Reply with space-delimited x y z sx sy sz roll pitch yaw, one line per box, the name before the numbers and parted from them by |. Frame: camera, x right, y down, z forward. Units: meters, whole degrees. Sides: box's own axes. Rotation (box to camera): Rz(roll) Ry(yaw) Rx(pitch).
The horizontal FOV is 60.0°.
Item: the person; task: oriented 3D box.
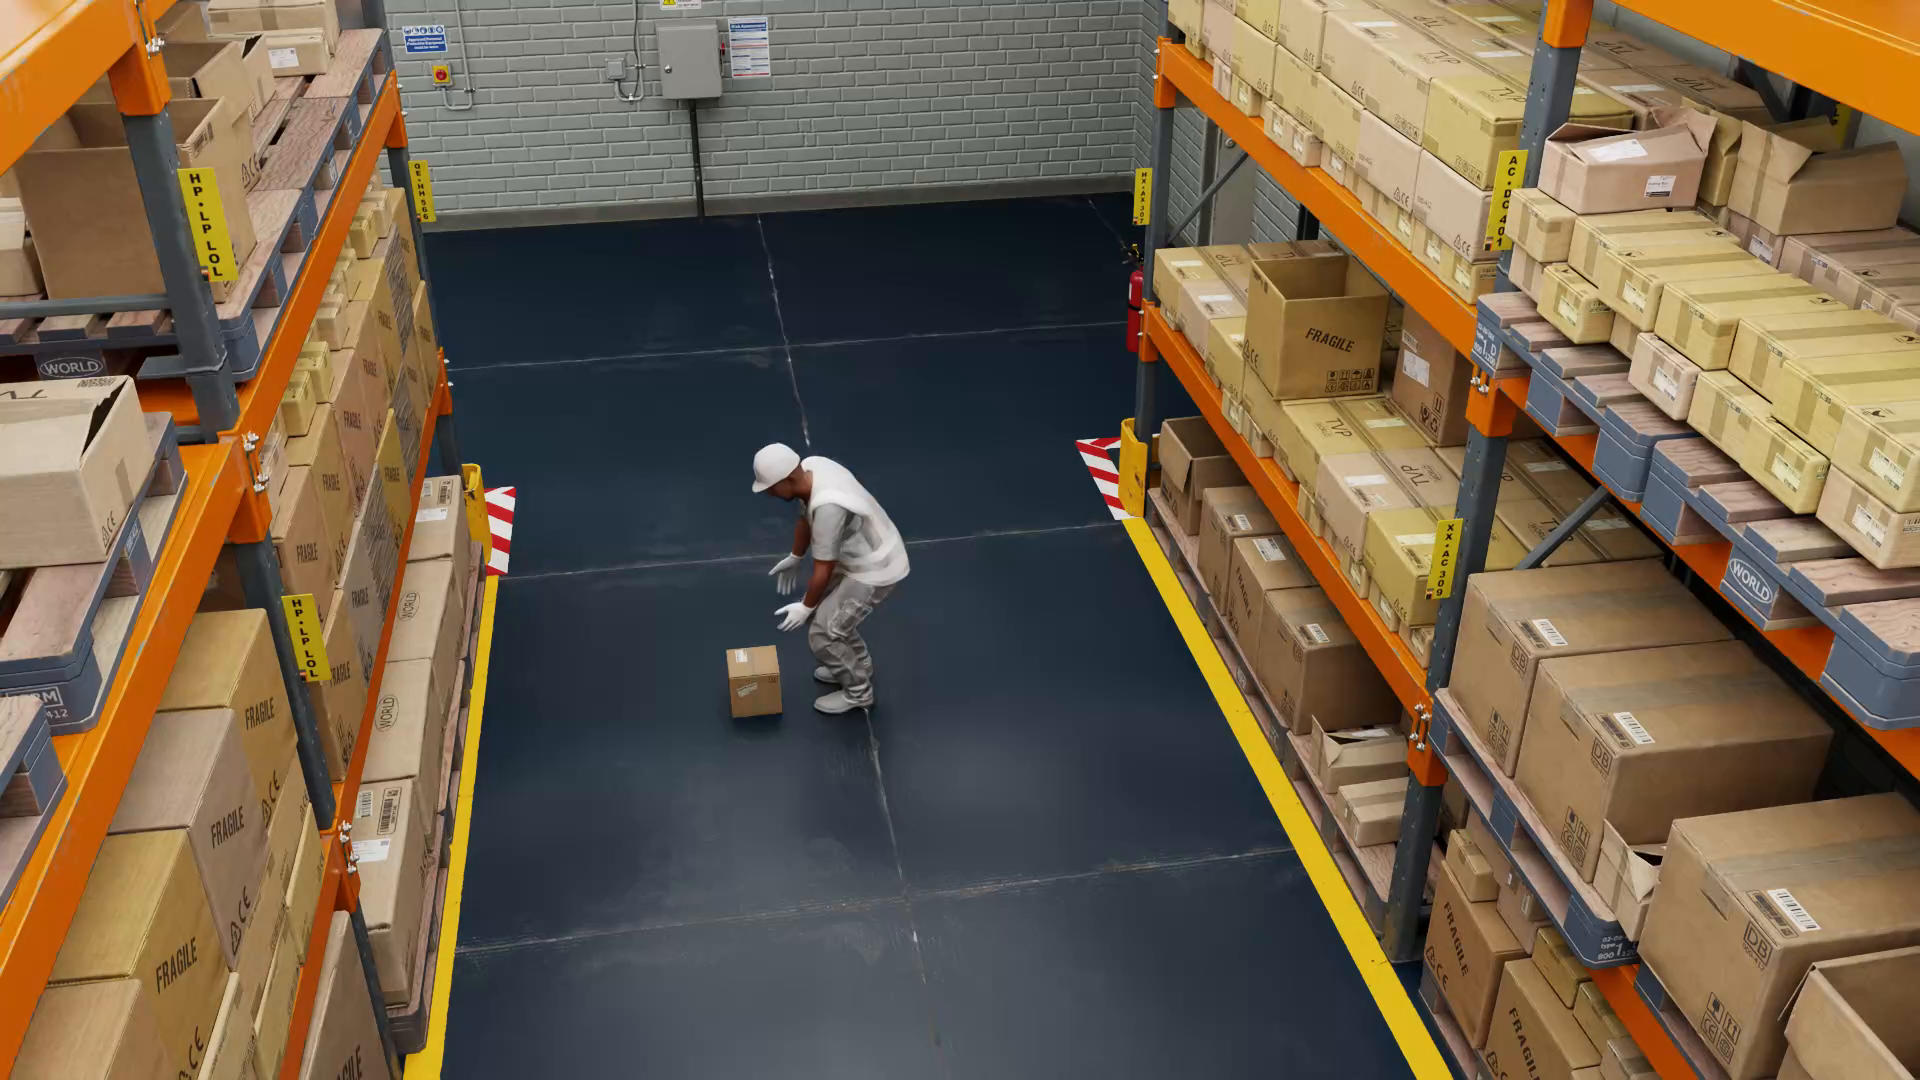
person | -0.615 0.168 8.144 0.737 1.469 0.611 -5 31 -9
